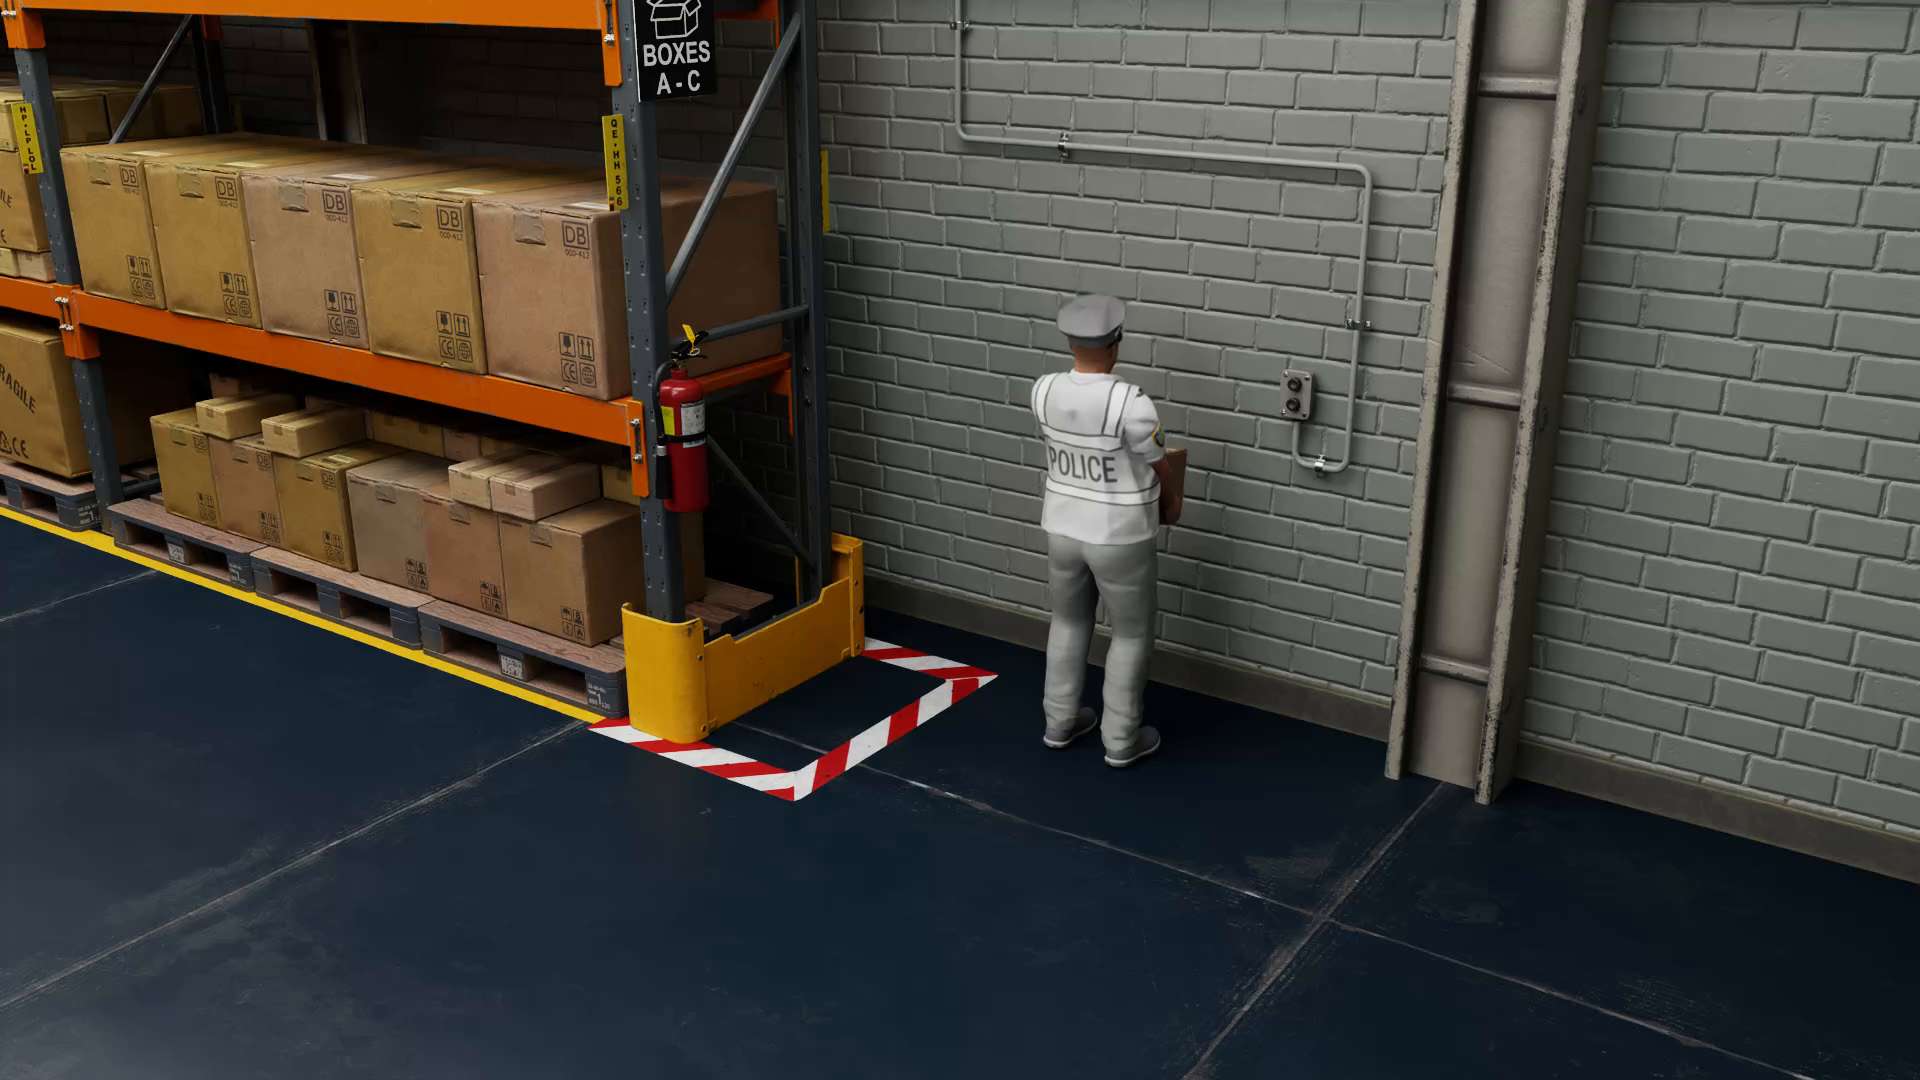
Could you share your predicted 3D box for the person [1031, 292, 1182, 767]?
[{"bbox_3d":[0.559,-0.053,6.194,0.494,1.763,0.556,13,24,33],"label":"person"}]
